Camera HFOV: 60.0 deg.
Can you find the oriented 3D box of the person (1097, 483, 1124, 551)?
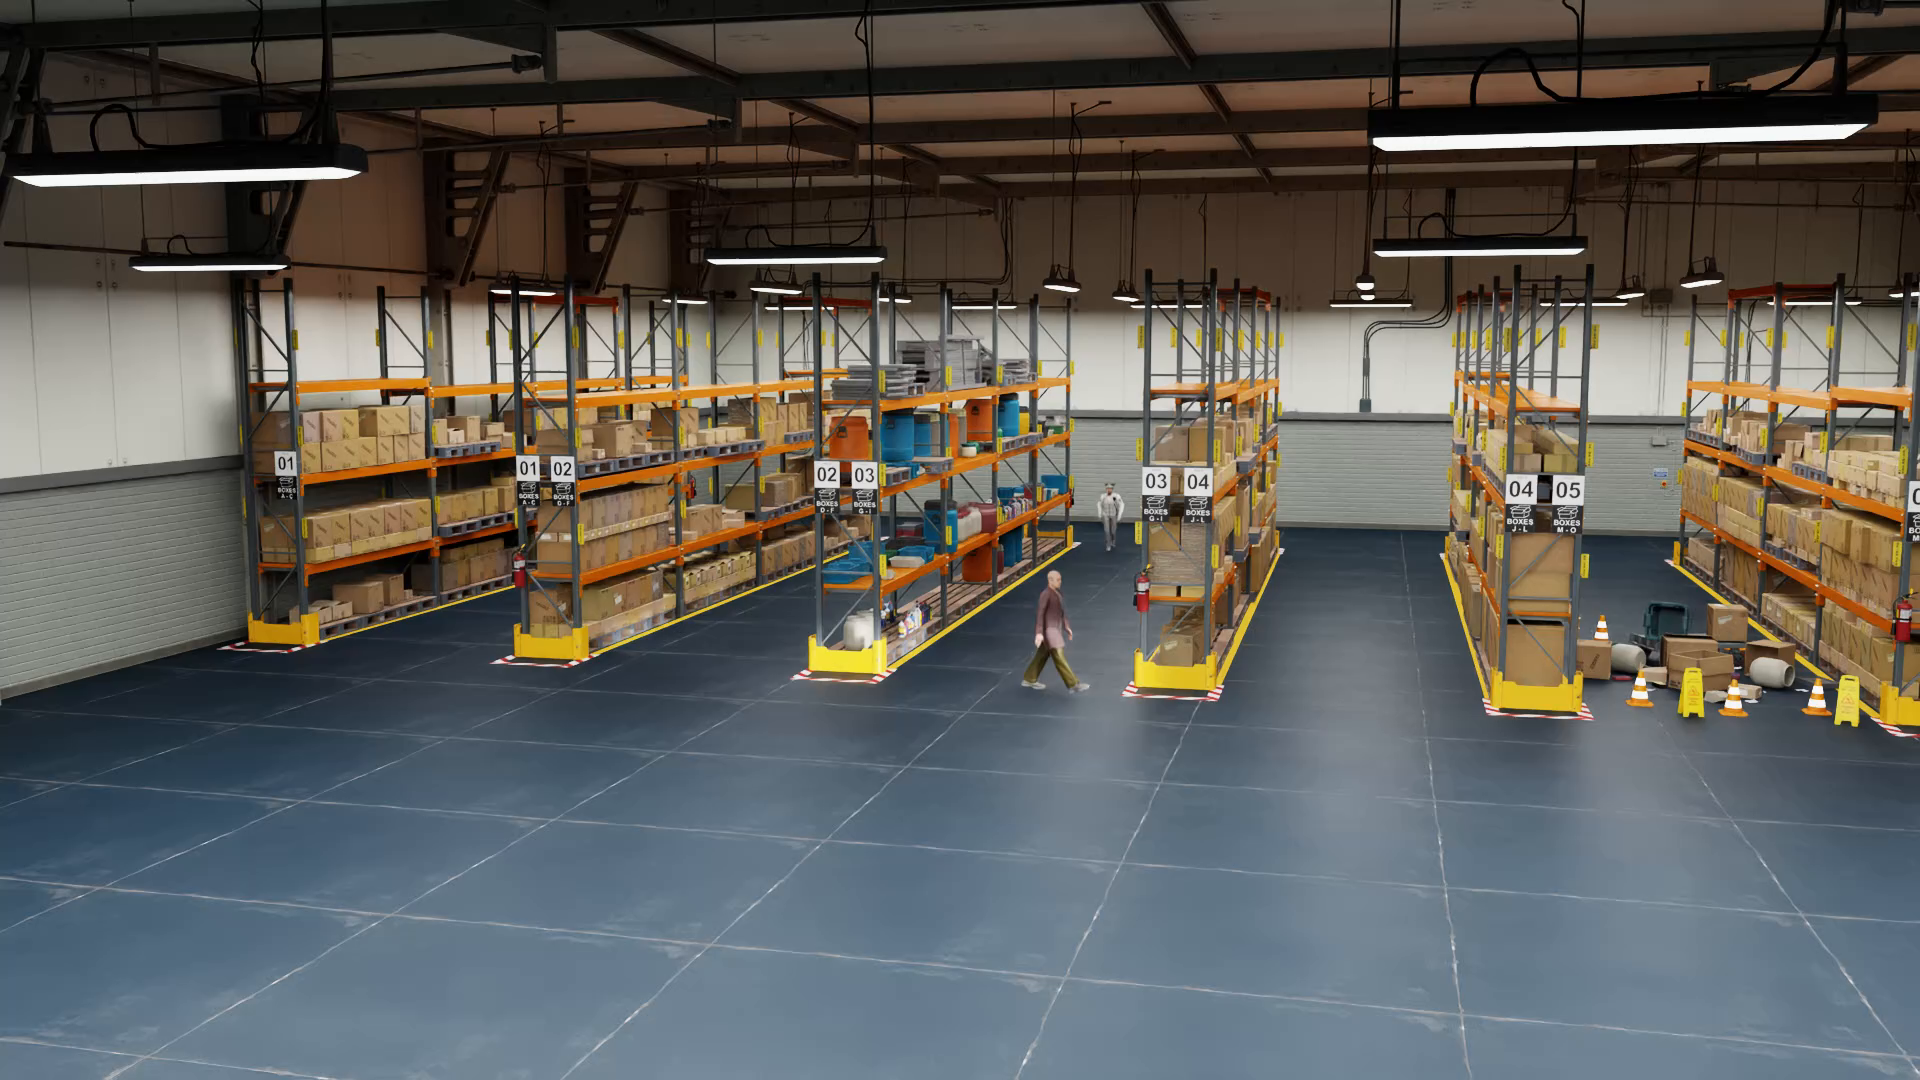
[{"bbox_3d":[3.610,-0.580,39.865,0.644,1.636,0.565,1,7,7],"label":"person"}]

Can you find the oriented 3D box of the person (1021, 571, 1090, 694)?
[{"bbox_3d":[1.377,1.297,23.602,1.100,1.725,0.610,2,7,19],"label":"person"}]
